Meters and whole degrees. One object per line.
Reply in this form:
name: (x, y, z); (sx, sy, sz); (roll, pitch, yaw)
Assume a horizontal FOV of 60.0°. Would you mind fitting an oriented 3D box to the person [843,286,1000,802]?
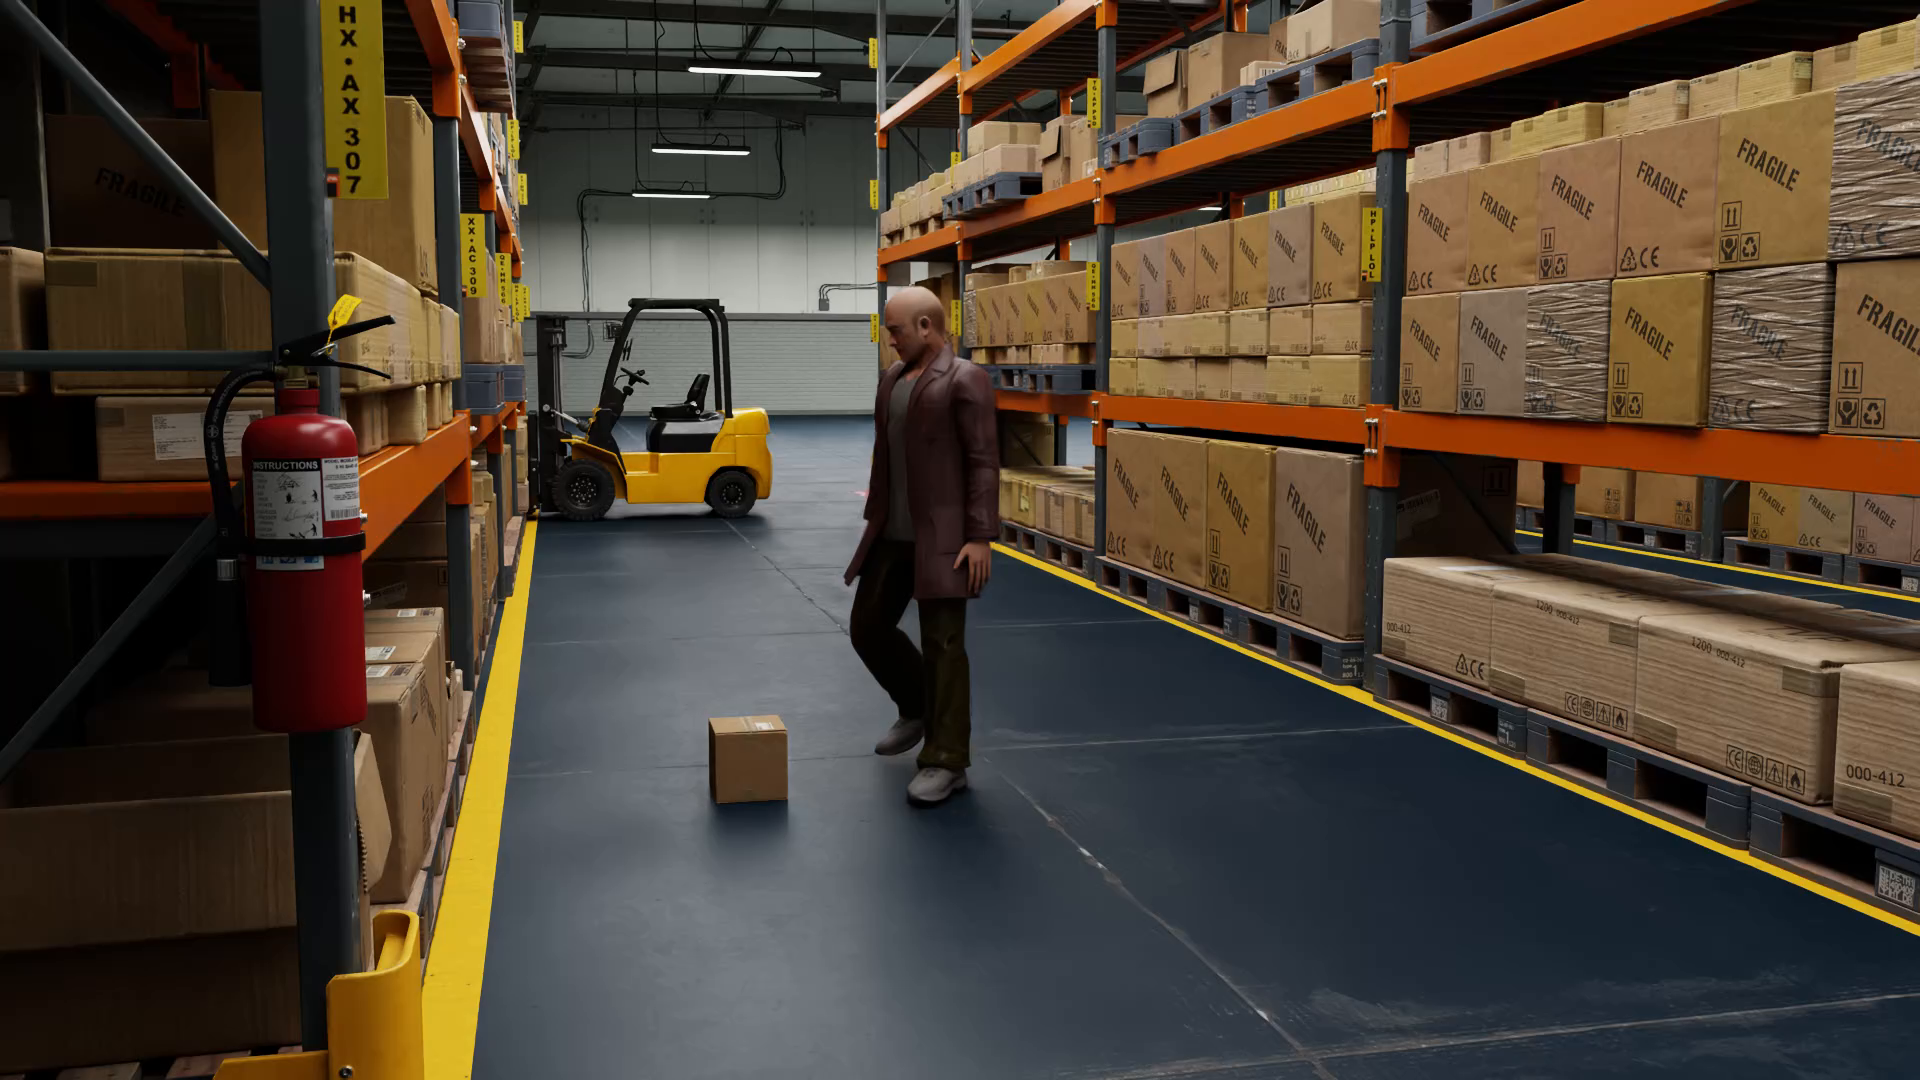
person: (-0.110, -0.012, 5.958); (0.682, 1.771, 0.658); (6, 8, 43)
